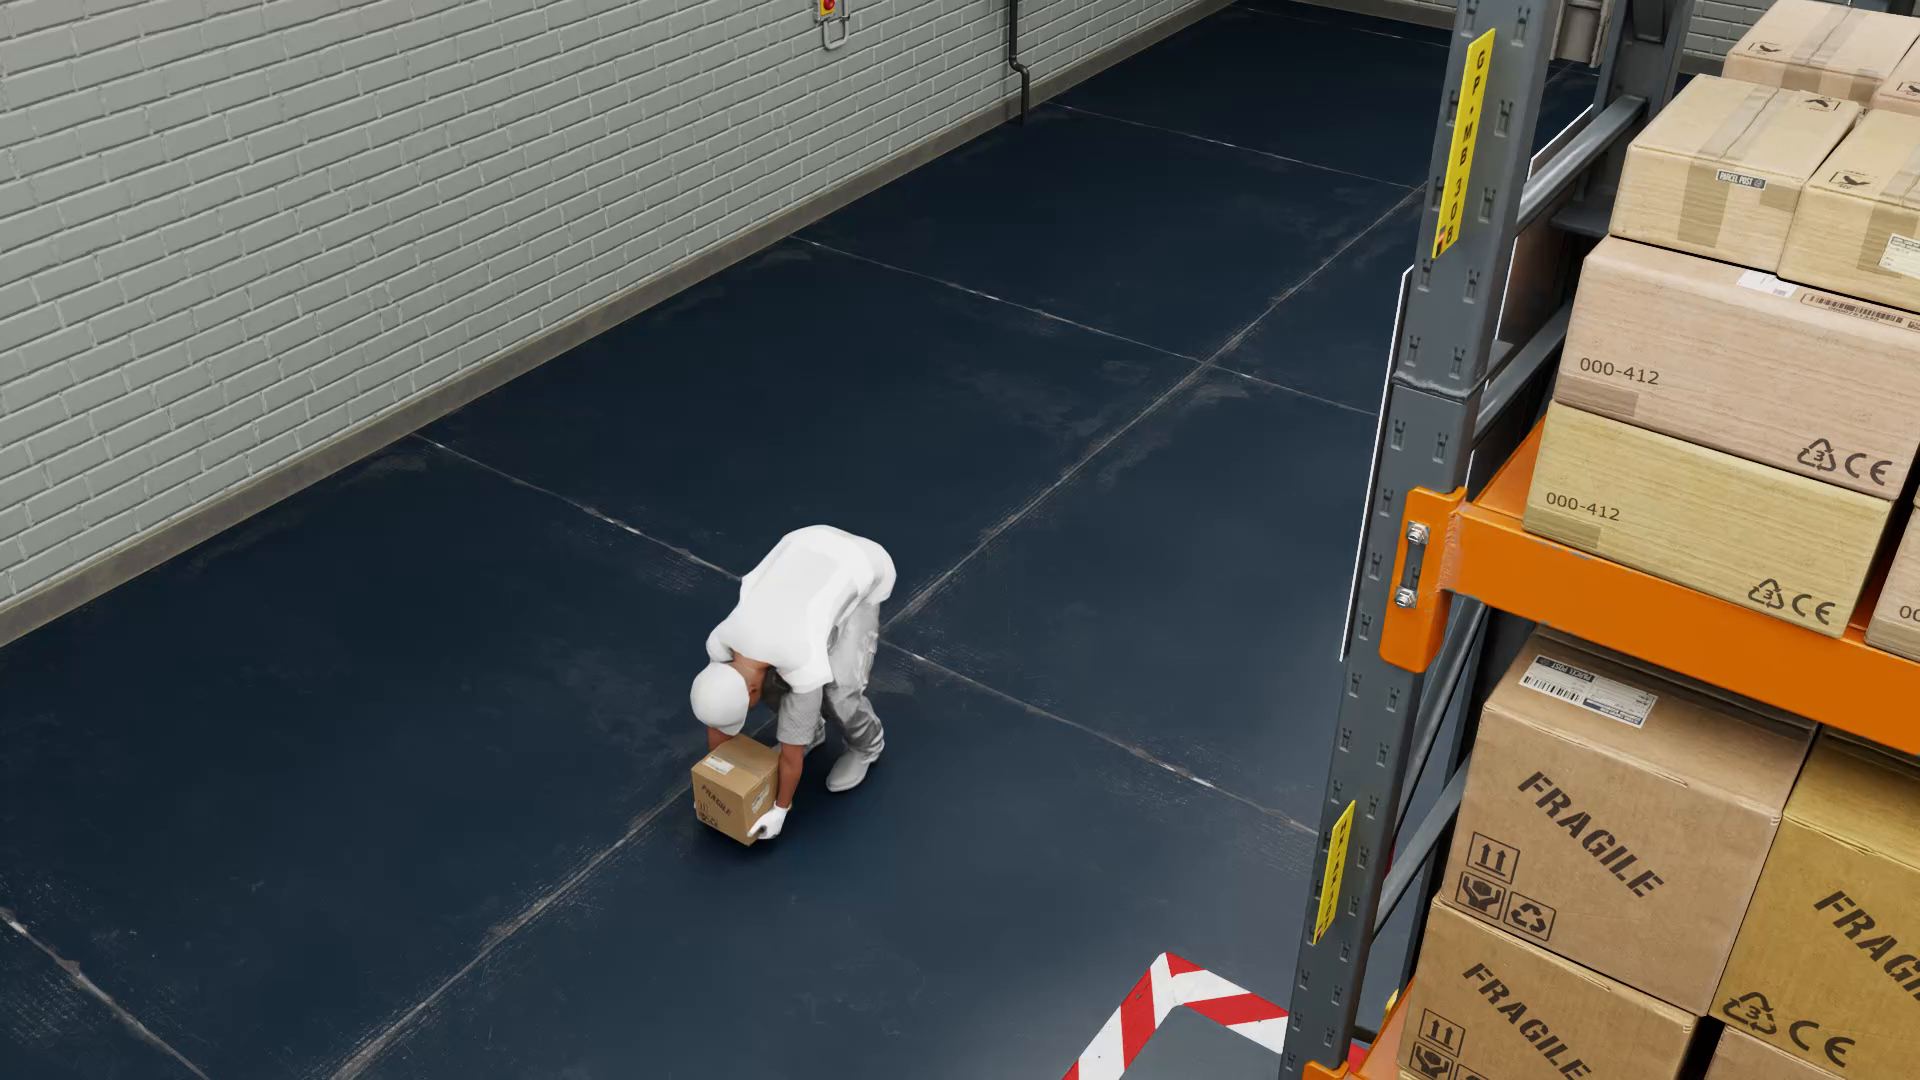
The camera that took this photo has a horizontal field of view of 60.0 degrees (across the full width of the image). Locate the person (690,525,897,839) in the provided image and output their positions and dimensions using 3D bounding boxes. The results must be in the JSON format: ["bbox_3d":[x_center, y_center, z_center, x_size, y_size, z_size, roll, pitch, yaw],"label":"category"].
[{"bbox_3d":[-0.609,0.525,6.064,0.516,0.981,0.980,19,39,26],"label":"person"}]
